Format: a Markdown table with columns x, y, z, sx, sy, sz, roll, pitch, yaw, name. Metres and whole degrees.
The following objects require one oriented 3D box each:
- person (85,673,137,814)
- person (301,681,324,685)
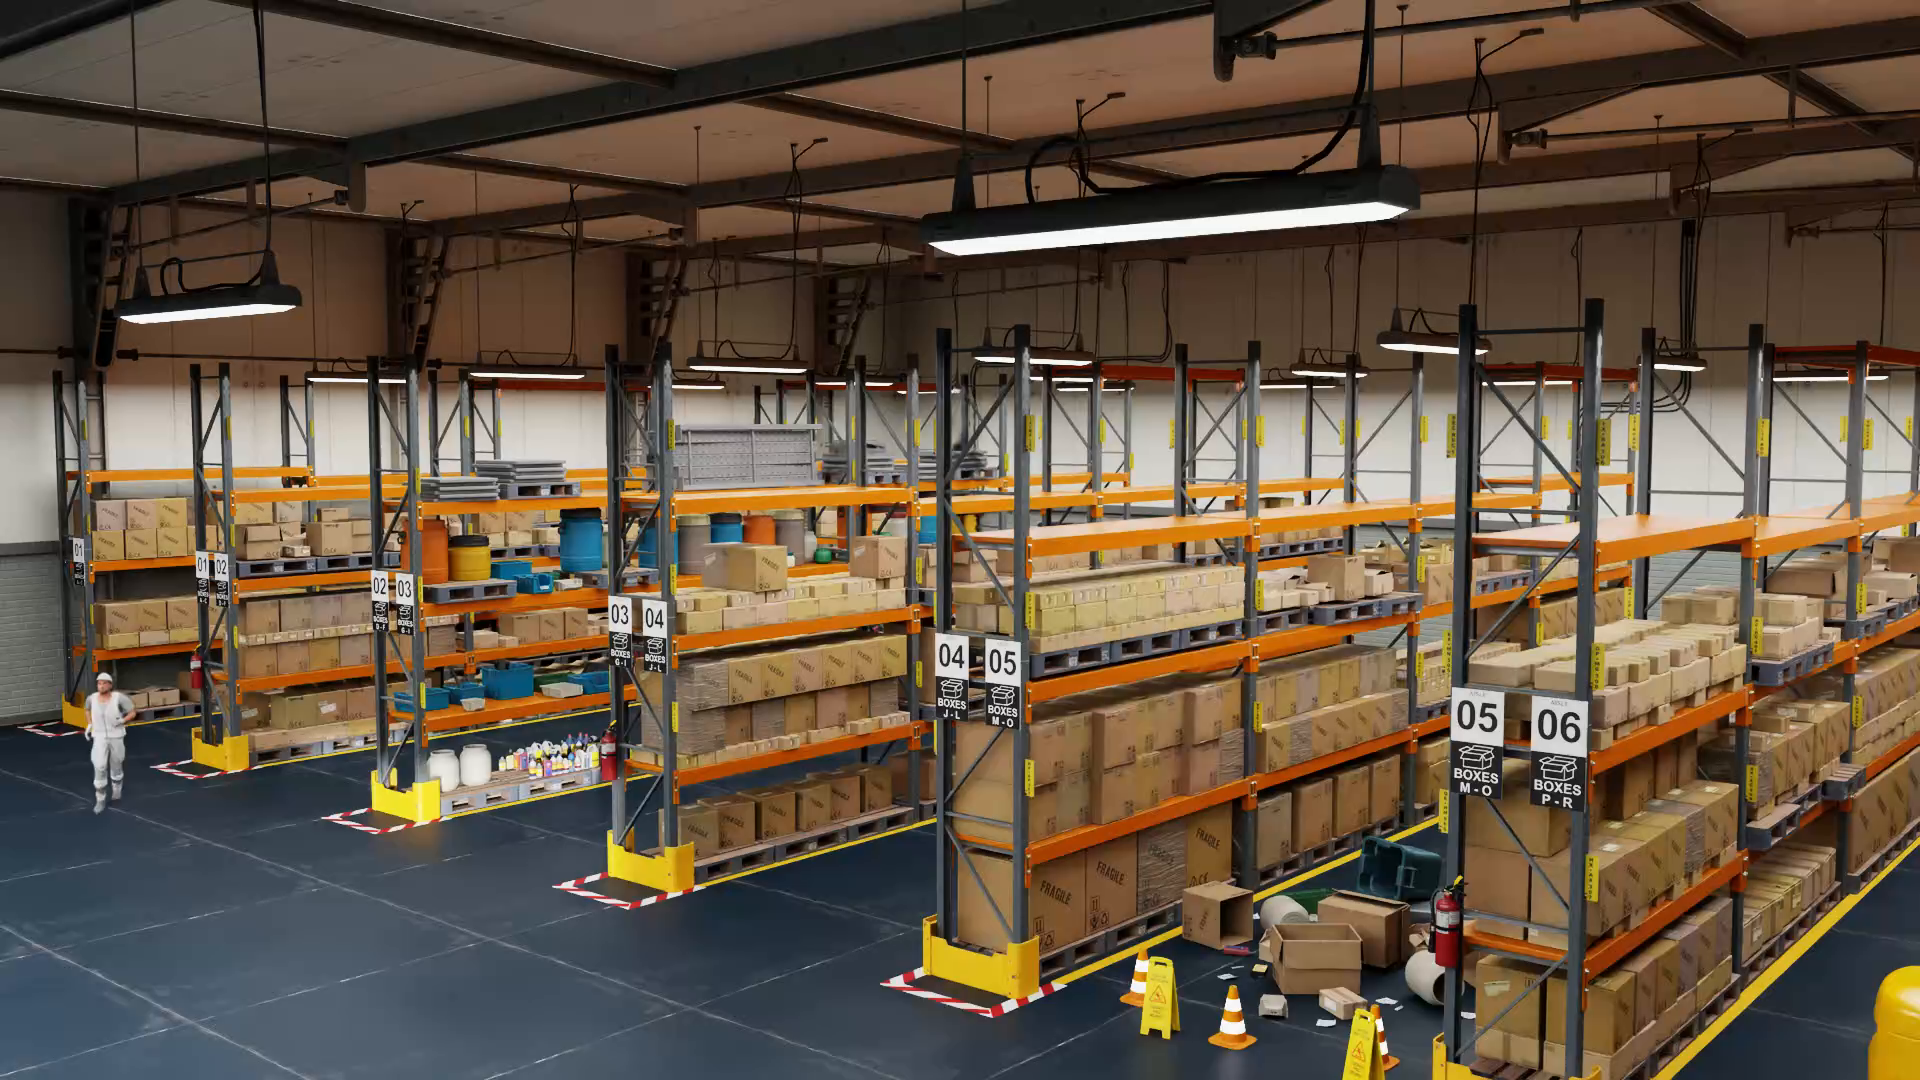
| x | y | z | sx | sy | sz | roll | pitch | yaw | name |
| --- | --- | --- | --- | --- | --- | --- | --- | --- | --- |
| -11.322 | 2.667 | 22.177 | 0.646 | 1.834 | 0.811 | -1 | 4 | -20 | person |
| -10.745 | 2.366 | 27.526 | 0.557 | 1.630 | 0.553 | 3 | 5 | 33 | person |
